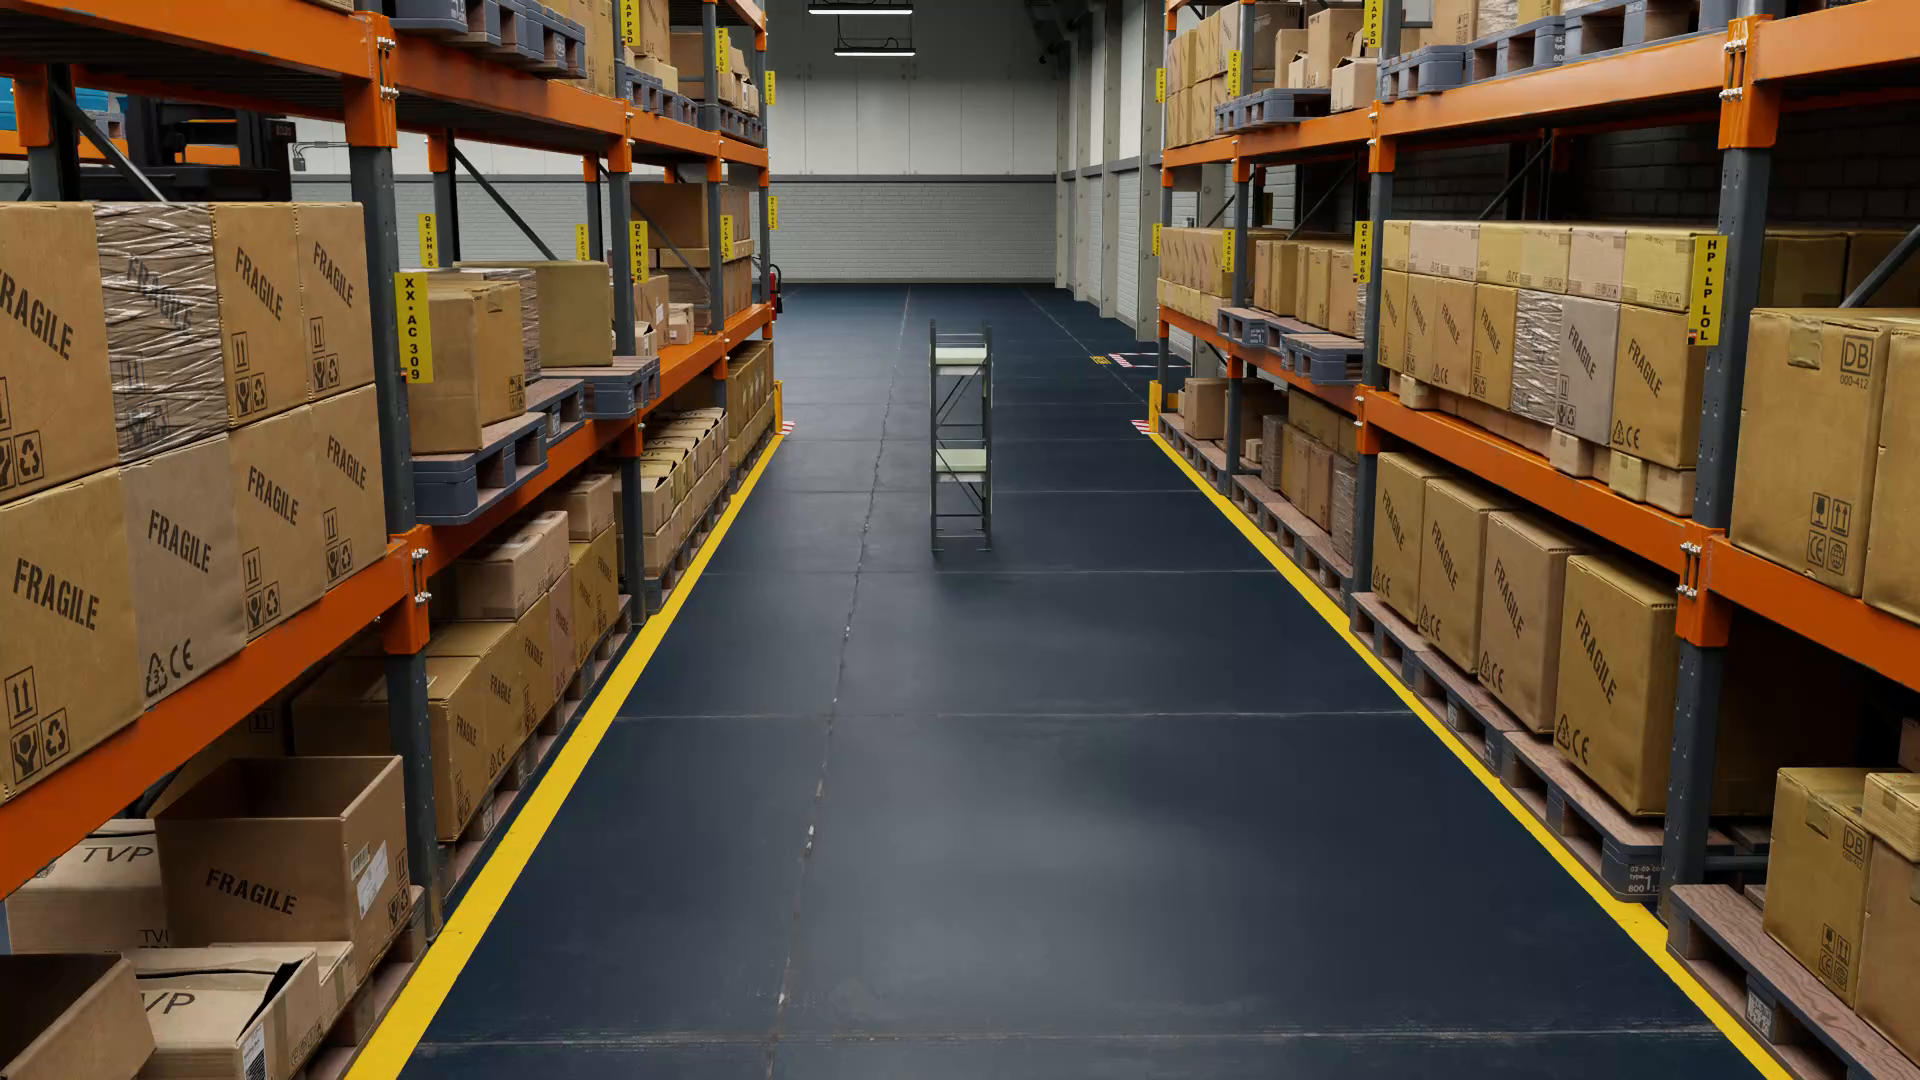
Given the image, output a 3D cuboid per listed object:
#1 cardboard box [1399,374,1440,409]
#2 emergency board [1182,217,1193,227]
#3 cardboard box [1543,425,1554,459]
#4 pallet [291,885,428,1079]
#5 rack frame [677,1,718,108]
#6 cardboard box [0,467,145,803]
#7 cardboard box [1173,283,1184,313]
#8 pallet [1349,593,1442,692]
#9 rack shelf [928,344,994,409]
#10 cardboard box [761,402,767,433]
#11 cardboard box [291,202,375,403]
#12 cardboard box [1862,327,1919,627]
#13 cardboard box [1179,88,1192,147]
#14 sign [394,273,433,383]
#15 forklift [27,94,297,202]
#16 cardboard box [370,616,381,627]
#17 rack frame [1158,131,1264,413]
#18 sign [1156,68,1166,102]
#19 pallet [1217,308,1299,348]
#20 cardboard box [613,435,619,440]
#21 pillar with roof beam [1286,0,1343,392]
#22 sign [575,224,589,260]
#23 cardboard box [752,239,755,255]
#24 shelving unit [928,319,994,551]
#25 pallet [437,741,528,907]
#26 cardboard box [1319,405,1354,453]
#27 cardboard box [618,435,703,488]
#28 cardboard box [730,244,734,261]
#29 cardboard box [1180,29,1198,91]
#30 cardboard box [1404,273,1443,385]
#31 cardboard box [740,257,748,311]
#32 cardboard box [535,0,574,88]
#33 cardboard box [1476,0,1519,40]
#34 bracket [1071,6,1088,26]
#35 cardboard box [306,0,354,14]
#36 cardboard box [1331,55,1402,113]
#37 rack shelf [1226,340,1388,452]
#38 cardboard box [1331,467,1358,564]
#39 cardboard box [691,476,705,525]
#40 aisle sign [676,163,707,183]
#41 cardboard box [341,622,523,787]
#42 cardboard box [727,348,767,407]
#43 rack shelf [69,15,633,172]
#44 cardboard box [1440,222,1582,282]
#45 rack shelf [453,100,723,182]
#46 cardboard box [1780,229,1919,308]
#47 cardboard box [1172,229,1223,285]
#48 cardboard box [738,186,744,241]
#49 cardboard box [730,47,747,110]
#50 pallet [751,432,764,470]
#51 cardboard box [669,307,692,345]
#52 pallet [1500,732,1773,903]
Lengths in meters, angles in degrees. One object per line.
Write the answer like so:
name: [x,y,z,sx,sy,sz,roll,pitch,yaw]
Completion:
cardboard box: [2.395,-0.734,8.216,0.380,0.149,0.250,0,11,1]
emergency board: [3.279,-4.156,24.501,0.194,1.169,0.643,0,11,-1]
cardboard box: [2.503,-0.378,6.459,0.380,0.149,0.250,0,11,-1]
pallet: [-2.155,1.302,4.611,1.003,0.211,1.213,0,11,-1]
rack frame: [-2.333,-4.732,12.248,1.000,3.000,0.127,0,11,-1]
cardboard box: [-1.863,0.154,3.004,0.500,0.500,0.500,0,11,0]
cardboard box: [2.259,-2.241,15.389,0.500,0.250,0.500,0,11,-2]
pallet: [2.643,0.506,8.533,1.003,0.211,1.213,0,11,-1]
rack shelf: [0.000,-1.119,11.339,0.431,0.370,0.720,0,11,-1]
cardboard box: [-2.075,-1.141,15.497,0.500,0.250,0.500,0,11,-1]
cardboard box: [-1.899,-0.641,4.407,0.500,0.500,0.500,0,11,-1]
cardboard box: [2.789,-0.116,3.833,0.980,0.700,0.700,-1,11,-3]
cardboard box: [2.284,-3.859,15.190,0.500,0.500,0.500,0,11,1]
sign: [-1.626,-0.629,4.939,0.100,0.325,0.005,0,11,-1]
forklift: [-4.642,-1.155,9.881,1.130,2.935,3.031,1,12,6]
cardboard box: [-2.476,0.513,6.665,0.500,0.500,0.500,0,11,0]
rack frame: [2.537,-2.608,16.868,1.000,3.000,0.127,0,11,-1]
sign: [1.994,-4.504,16.472,0.100,0.325,0.005,0,11,-1]
pallet: [2.490,-1.566,12.216,1.003,0.211,1.213,0,11,-1]
cardboard box: [-2.557,-0.639,11.613,0.500,0.311,0.500,-1,11,-3]
pillar with roof beam: [-0.888,-5.394,15.516,9.100,9.000,0.400,0,11,-1]
sign: [-2.888,-2.252,12.738,0.100,0.325,0.005,0,11,-1]
cardboard box: [-2.217,-2.878,16.319,0.380,0.149,0.250,0,11,-2]
shelving unit: [0.000,-0.736,11.417,0.431,1.500,0.755,0,11,-1]
pallet: [-2.222,1.004,6.080,1.003,0.211,1.213,0,11,-1]
cardboard box: [2.670,-0.734,10.928,0.500,0.250,0.500,0,11,-1]
cardboard box: [-2.007,-0.543,11.139,0.500,0.311,0.500,0,11,-2]
cardboard box: [-2.181,-2.520,14.555,0.380,0.149,0.250,0,11,-2]
cardboard box: [2.283,-4.347,15.082,0.500,0.500,0.500,0,11,0]
cardboard box: [2.458,-1.020,7.994,0.500,0.500,0.500,0,11,1]
cardboard box: [-2.403,-2.438,15.782,0.700,0.500,0.500,0,11,0]
cardboard box: [-2.187,-2.224,7.181,0.910,0.500,0.500,0,11,-1]
cardboard box: [2.833,-2.551,7.686,0.700,0.500,0.500,-1,12,-4]
bracket: [2.627,-11.351,35.823,0.076,0.066,4.783,0,11,-1]
cardboard box: [-1.892,-1.502,4.252,0.500,0.250,0.500,0,11,-1]
cardboard box: [2.417,-2.596,9.438,0.500,0.311,0.500,0,11,-1]
rack shelf: [2.661,-1.062,11.061,1.077,0.370,4.000,0,11,-1]
cardboard box: [2.635,-0.151,9.939,0.700,0.500,0.500,0,11,0]
cardboard box: [-2.006,-0.265,11.181,0.500,0.250,0.500,0,11,0]
aisle sign: [-2.723,-3.872,16.564,0.394,0.787,0.004,0,11,-1]
cardboard box: [-1.956,0.605,6.212,0.500,0.500,0.500,0,11,0]
cardboard box: [-2.072,-1.508,15.422,0.500,0.500,0.500,0,11,-1]
rack shelf: [-2.209,-1.716,6.739,1.077,0.370,4.000,0,11,-1]
cardboard box: [2.480,-1.292,7.447,0.500,0.250,0.500,0,11,-1]
rack shelf: [-2.292,-2.511,10.659,1.077,0.370,4.000,0,11,-1]
cardboard box: [3.036,-0.887,5.450,0.500,0.250,0.500,0,11,1]
cardboard box: [2.251,-2.614,15.342,0.500,0.500,0.500,-1,11,-3]
cardboard box: [-2.402,-3.063,15.601,0.700,0.500,0.500,-1,11,-3]
cardboard box: [-2.241,-3.914,14.097,0.797,0.503,0.637,1,12,5]
pallet: [-2.336,-0.826,15.101,1.003,0.211,1.213,0,11,-1]
cardboard box: [-2.131,-1.552,12.000,0.396,0.266,0.258,-1,11,-3]
pallet: [2.693,0.991,6.142,1.003,0.211,1.213,0,11,-1]
